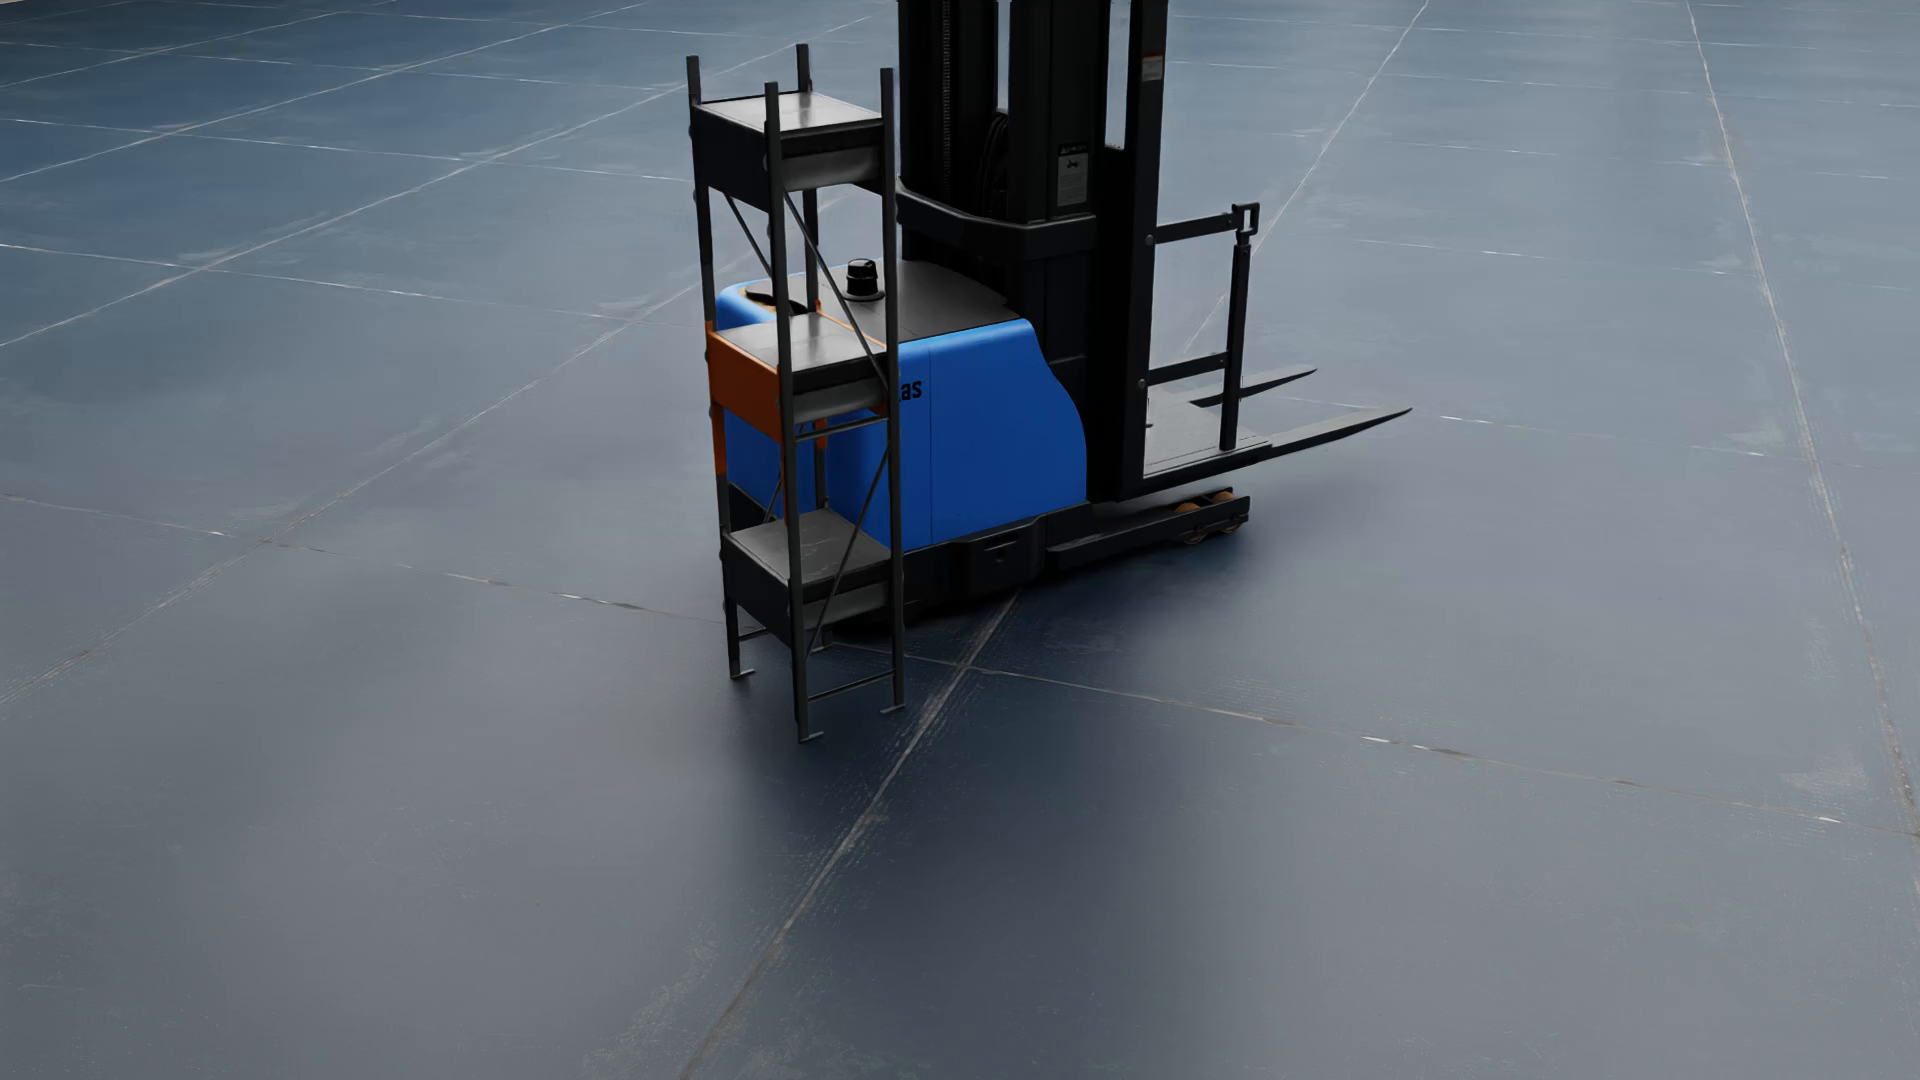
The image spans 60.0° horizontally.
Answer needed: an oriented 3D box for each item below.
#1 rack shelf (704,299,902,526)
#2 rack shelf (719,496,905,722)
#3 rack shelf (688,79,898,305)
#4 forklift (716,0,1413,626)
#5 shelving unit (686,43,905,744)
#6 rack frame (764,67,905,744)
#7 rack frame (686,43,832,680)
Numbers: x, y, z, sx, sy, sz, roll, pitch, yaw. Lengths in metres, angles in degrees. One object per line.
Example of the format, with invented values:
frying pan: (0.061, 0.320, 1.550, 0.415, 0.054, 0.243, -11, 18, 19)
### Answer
rack shelf: (-0.492, -0.411, 5.220, 0.431, 0.518, 0.480, -16, 30, -30)
rack shelf: (-0.491, 0.219, 5.525, 0.431, 0.518, 0.480, -16, 30, -30)
rack shelf: (-0.493, -1.041, 4.915, 0.431, 0.518, 0.480, -16, 30, -30)
forklift: (0.584, -1.479, 6.441, 3.031, 2.935, 1.130, -16, 30, -29)
shelving unit: (-0.492, -0.424, 5.214, 0.431, 2.100, 0.503, -16, 30, -30)
rack frame: (-0.356, -0.335, 5.032, 0.400, 2.100, 0.015, -16, 30, -30)
rack frame: (-0.628, -0.512, 5.397, 0.400, 2.100, 0.015, -16, 30, -30)
